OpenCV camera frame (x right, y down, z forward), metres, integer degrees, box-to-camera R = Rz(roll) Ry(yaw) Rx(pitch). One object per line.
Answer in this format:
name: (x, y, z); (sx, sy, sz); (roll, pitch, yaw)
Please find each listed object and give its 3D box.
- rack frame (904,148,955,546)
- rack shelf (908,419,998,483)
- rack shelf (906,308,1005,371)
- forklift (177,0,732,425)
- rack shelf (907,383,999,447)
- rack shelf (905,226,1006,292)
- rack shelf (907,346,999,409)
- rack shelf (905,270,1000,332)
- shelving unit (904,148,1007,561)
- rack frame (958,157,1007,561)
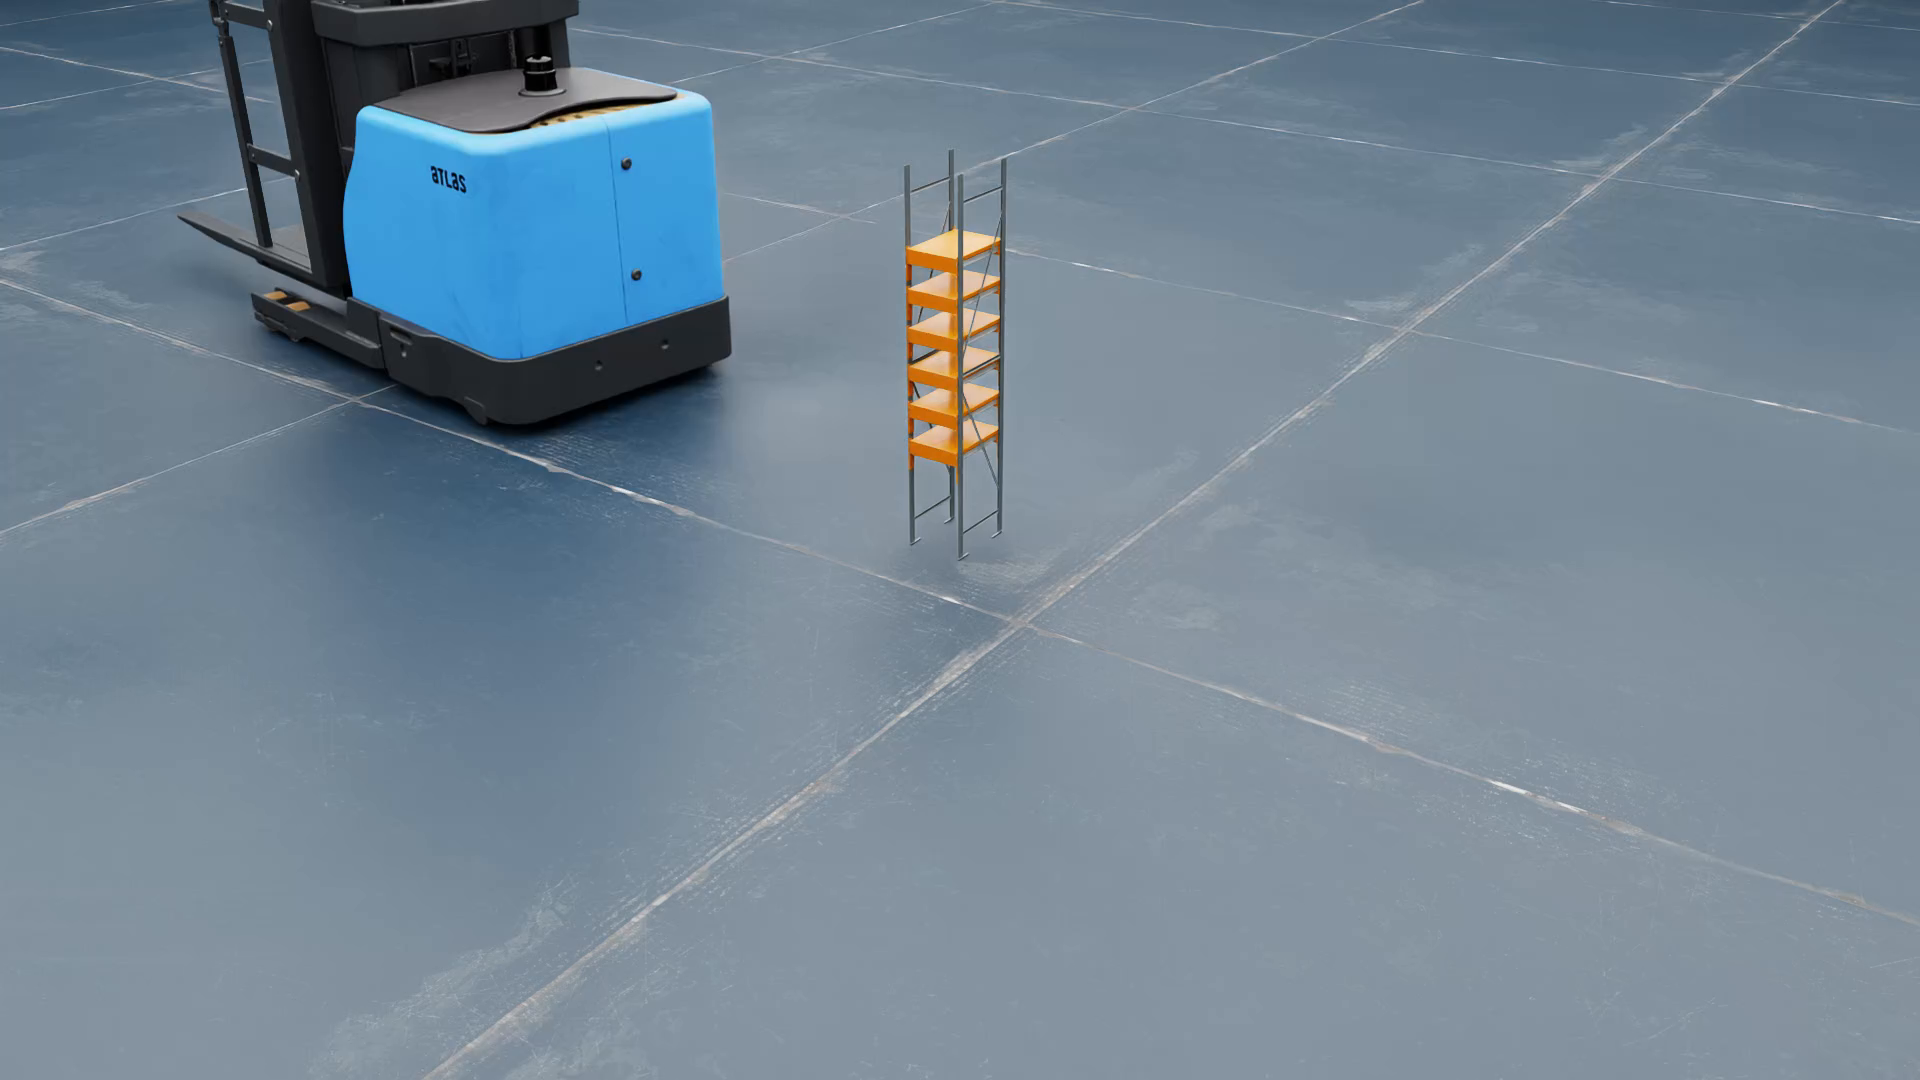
rack frame: (-0.087, -0.562, 5.031); (0.006, 1.200, 0.240); (17, 32, 30)
rack shelf: (-0.012, -0.285, 5.114); (0.180, 0.103, 0.258); (17, 32, 30)
rack shelf: (-0.012, -0.606, 4.951); (0.180, 0.103, 0.258); (17, 32, 30)
forklift: (-2.317, -2.272, 6.484); (3.031, 2.935, 1.130); (23, 35, 37)
rack shelf: (-0.012, -0.392, 5.060); (0.180, 0.103, 0.258); (17, 32, 30)
rack shelf: (-0.012, -0.820, 4.842); (0.180, 0.103, 0.258); (17, 32, 30)
rack shelf: (-0.012, -0.499, 5.005); (0.180, 0.103, 0.258); (17, 32, 30)
rack shelf: (-0.012, -0.713, 4.896); (0.180, 0.103, 0.258); (17, 32, 30)
shelving unit: (-0.012, -0.538, 4.985); (0.189, 1.200, 0.258); (17, 32, 30)
rack frame: (0.063, -0.515, 4.939); (0.006, 1.200, 0.240); (17, 32, 30)
